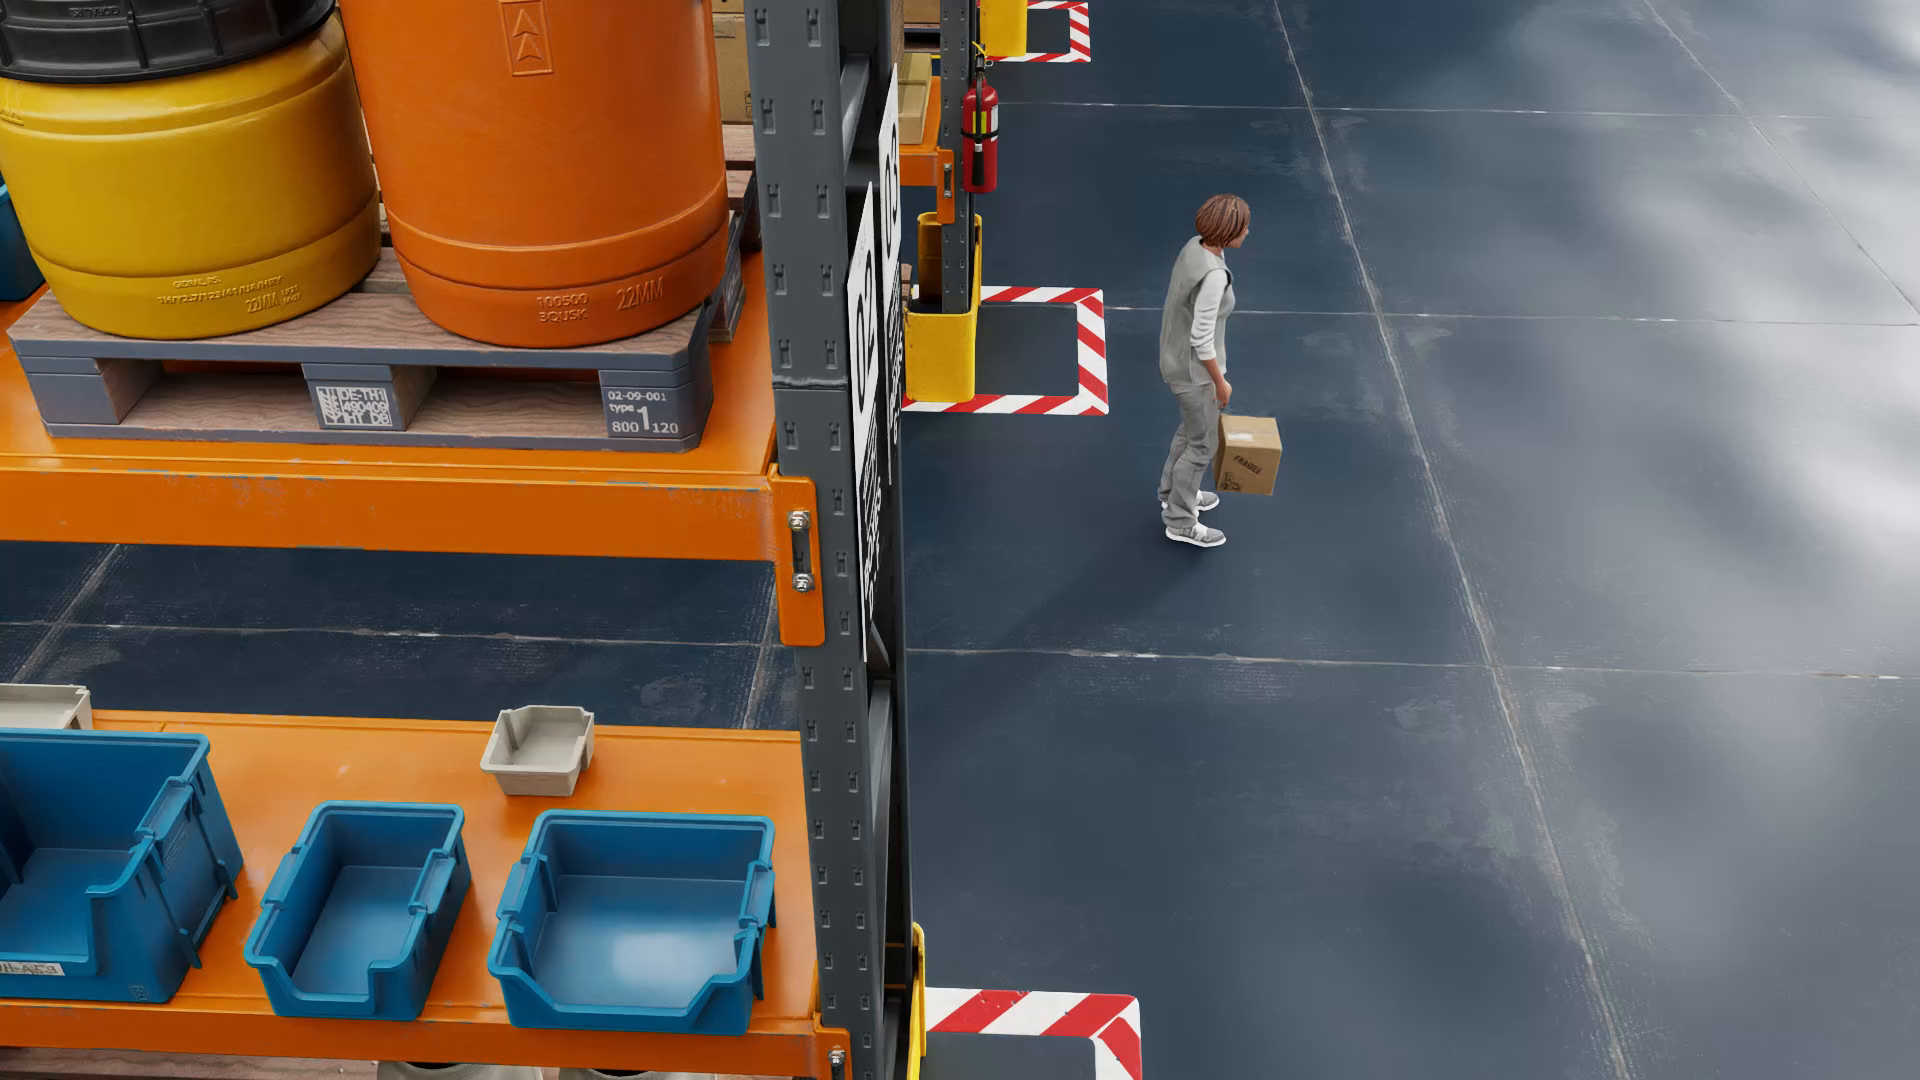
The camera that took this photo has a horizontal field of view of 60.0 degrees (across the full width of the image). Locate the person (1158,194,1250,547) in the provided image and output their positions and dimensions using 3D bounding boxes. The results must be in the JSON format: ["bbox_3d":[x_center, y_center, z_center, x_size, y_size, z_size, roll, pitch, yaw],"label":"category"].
[{"bbox_3d":[1.029,-0.738,7.164,0.341,1.596,0.455,0,36,1],"label":"person"}]
